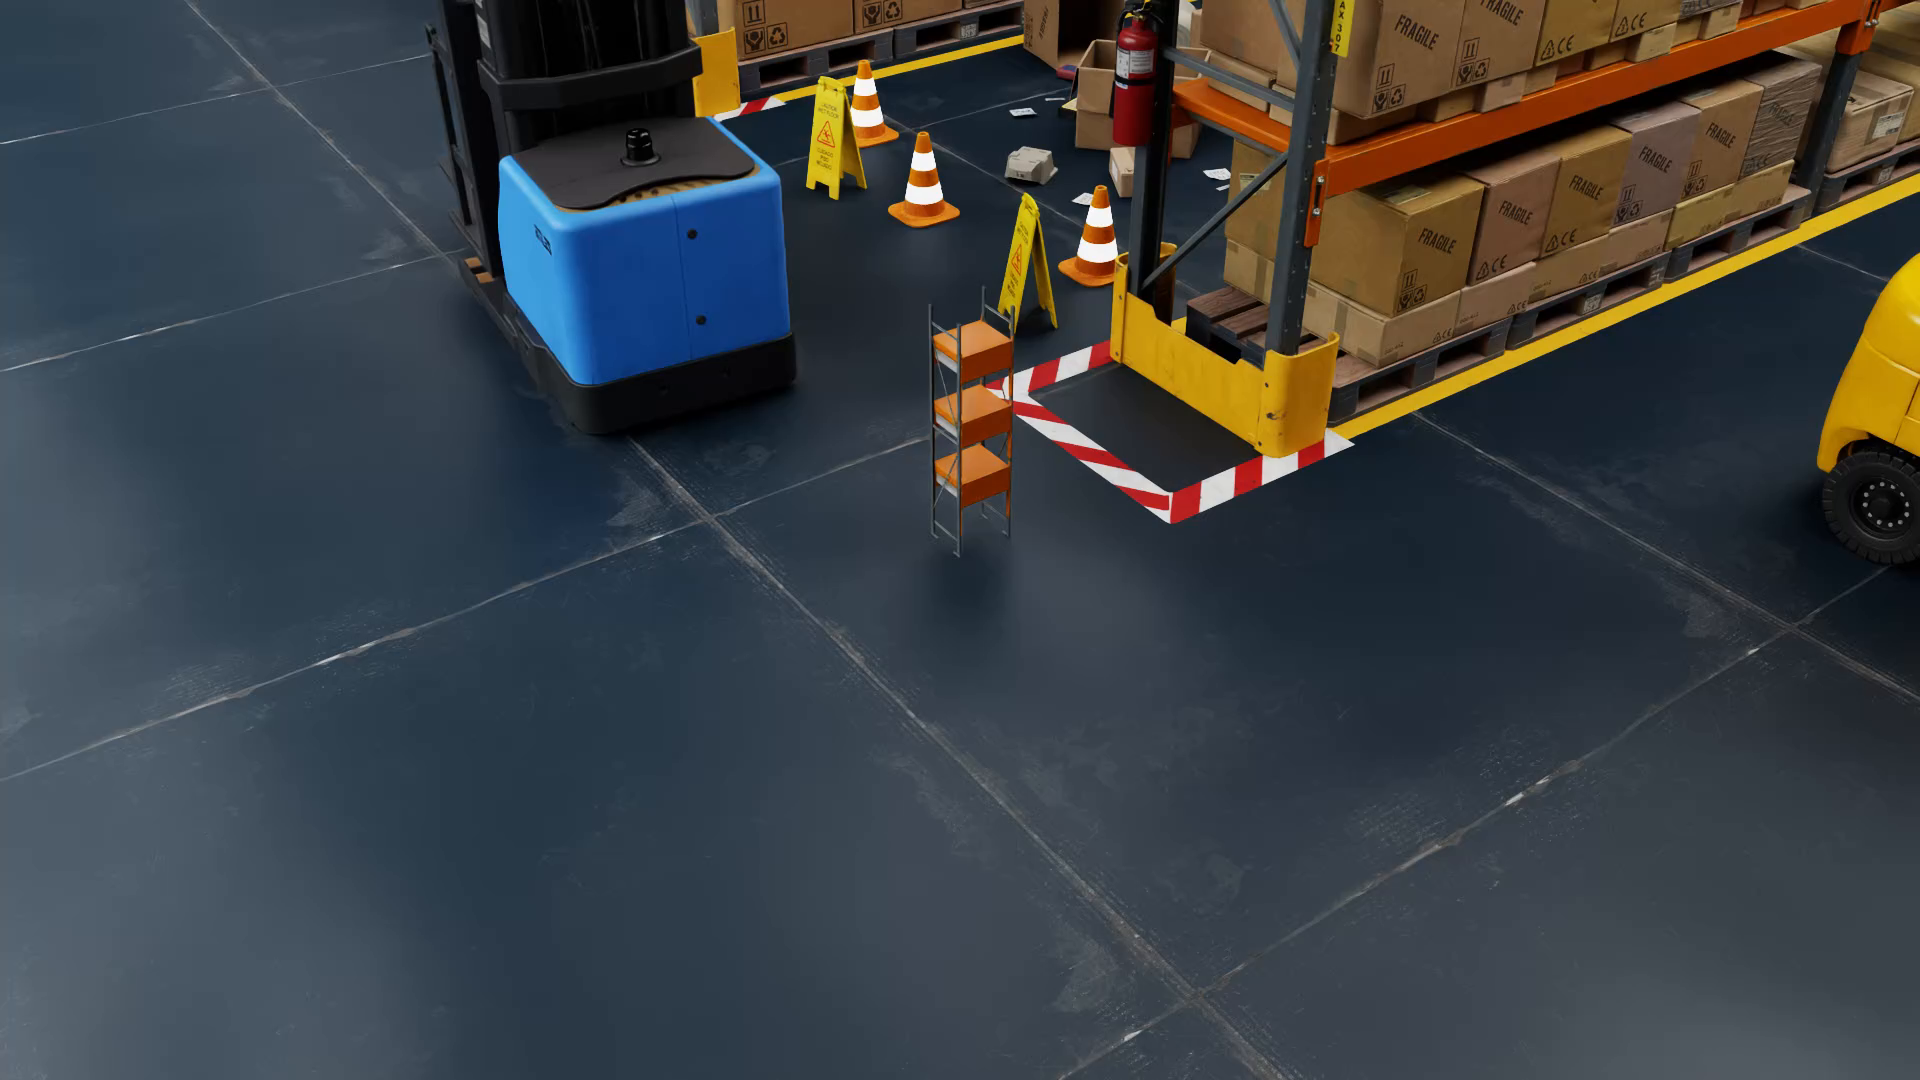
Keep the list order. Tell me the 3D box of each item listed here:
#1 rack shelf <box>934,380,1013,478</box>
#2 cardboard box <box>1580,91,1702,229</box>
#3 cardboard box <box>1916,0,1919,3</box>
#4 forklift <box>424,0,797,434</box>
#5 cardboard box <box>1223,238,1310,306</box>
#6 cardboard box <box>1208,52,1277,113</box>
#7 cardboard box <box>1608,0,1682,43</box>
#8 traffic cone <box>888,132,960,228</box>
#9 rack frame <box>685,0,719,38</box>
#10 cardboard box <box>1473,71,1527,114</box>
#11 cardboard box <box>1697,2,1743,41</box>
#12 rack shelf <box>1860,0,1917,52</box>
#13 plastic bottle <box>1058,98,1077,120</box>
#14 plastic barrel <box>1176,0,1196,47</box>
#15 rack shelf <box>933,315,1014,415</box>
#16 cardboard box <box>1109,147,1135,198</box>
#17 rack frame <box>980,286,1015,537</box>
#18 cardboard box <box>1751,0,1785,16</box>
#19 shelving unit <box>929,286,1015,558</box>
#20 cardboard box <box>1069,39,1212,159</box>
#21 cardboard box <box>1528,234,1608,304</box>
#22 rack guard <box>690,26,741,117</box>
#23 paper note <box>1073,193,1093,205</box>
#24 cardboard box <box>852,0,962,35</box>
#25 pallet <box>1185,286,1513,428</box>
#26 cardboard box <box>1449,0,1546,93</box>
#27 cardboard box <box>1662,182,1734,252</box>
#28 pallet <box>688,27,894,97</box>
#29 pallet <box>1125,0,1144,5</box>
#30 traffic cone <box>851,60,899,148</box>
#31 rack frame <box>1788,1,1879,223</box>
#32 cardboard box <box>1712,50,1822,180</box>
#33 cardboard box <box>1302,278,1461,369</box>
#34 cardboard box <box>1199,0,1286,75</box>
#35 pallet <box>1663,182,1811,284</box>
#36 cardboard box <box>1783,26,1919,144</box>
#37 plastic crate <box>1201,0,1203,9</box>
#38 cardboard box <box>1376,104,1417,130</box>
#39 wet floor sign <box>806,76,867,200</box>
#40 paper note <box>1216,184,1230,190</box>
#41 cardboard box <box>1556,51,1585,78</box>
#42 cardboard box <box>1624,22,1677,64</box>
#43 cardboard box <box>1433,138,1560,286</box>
[{"bbox_3d":[0.044,-0.436,6.475,0.240,0.259,0.215,-22,41,-28],"label":"rack shelf"},{"bbox_3d":[3.217,-1.904,8.181,0.500,0.500,0.500,-20,40,-26],"label":"cardboard box"},{"bbox_3d":[6.581,-3.228,10.560,0.625,0.372,0.950,-23,42,-29],"label":"cardboard box"},{"bbox_3d":[-1.911,-2.492,7.704,1.130,2.935,3.031,-18,39,-23],"label":"forklift"},{"bbox_3d":[1.633,-1.333,8.030,0.500,0.250,0.500,-23,41,-28],"label":"cardboard box"},{"bbox_3d":[1.290,-1.997,7.172,0.250,0.149,0.380,-21,41,-26],"label":"cardboard box"},{"bbox_3d":[2.903,-2.582,7.430,0.500,0.500,0.500,-23,42,-29],"label":"cardboard box"},{"bbox_3d":[-0.201,-2.016,9.157,0.334,0.463,0.336,-22,41,-28],"label":"traffic cone"},{"bbox_3d":[-1.826,-4.199,10.020,0.127,3.000,1.000,-22,41,-28],"label":"rack frame"},{"bbox_3d":[2.200,-1.990,7.163,0.250,0.149,0.380,-22,41,-27],"label":"cardboard box"},{"bbox_3d":[3.462,-2.517,7.896,0.250,0.149,0.380,-23,42,-29],"label":"cardboard box"},{"bbox_3d":[6.012,-3.597,9.798,4.000,0.370,1.077,-22,41,-28],"label":"rack shelf"},{"bbox_3d":[0.745,-2.735,10.500,0.133,0.061,0.283,22,41,28],"label":"plastic bottle"},{"bbox_3d":[1.400,-3.385,11.094,0.421,0.421,0.512,3,36,4],"label":"plastic barrel"},{"bbox_3d":[0.044,-0.666,6.309,0.240,0.259,0.215,-22,41,-28],"label":"rack shelf"},{"bbox_3d":[1.015,-2.118,9.568,0.250,0.149,0.380,-3,36,-4],"label":"cardboard box"},{"bbox_3d":[0.143,-0.485,6.526,0.008,1.050,0.200,-22,41,-28],"label":"rack frame"},{"bbox_3d":[3.832,-2.723,8.182,0.250,0.149,0.380,-22,41,-28],"label":"cardboard box"},{"bbox_3d":[0.044,-0.444,6.468,0.252,1.050,0.215,-22,41,-28],"label":"shelving unit"},{"bbox_3d":[1.085,-2.656,10.012,0.797,0.503,0.637,9,37,12],"label":"cardboard box"},{"bbox_3d":[2.787,-1.422,8.153,0.500,0.250,0.500,-20,40,-25],"label":"cardboard box"},{"bbox_3d":[-1.846,-3.176,10.738,0.348,0.500,1.175,-22,41,-28],"label":"rack guard"},{"bbox_3d":[0.734,-1.933,9.412,0.148,0.019,0.142,22,41,28],"label":"paper note"},{"bbox_3d":[-0.592,-4.064,11.291,0.875,0.875,0.875,-23,42,-29],"label":"cardboard box"},{"bbox_3d":[1.854,-1.021,7.988,1.213,0.211,1.003,-22,41,-28],"label":"pallet"},{"bbox_3d":[2.076,-2.235,6.948,0.500,0.500,0.500,-21,41,-27],"label":"cardboard box"},{"bbox_3d":[3.619,-1.759,8.622,0.500,0.250,0.500,-24,42,-29],"label":"cardboard box"},{"bbox_3d":[-1.218,-3.373,11.260,1.213,0.211,1.003,-22,41,-28],"label":"pallet"},{"bbox_3d":[0.777,-4.194,12.401,1.213,0.211,1.003,-22,41,-28],"label":"pallet"},{"bbox_3d":[-0.574,-2.670,10.066,0.334,0.463,0.336,-22,41,-28],"label":"traffic cone"},{"bbox_3d":[4.377,-3.216,8.653,0.127,3.000,1.000,-22,41,-28],"label":"rack frame"},{"bbox_3d":[4.048,-2.248,8.659,0.500,0.500,0.500,-23,42,-28],"label":"cardboard box"},{"bbox_3d":[1.926,-1.064,7.656,0.500,0.250,0.500,-23,42,-28],"label":"cardboard box"},{"bbox_3d":[1.393,-2.346,7.103,0.500,0.500,0.500,-23,42,-29],"label":"cardboard box"},{"bbox_3d":[3.849,-1.841,9.129,1.213,0.211,1.003,-22,41,-28],"label":"pallet"},{"bbox_3d":[5.390,-2.741,9.883,0.625,0.372,0.950,-20,40,-25],"label":"cardboard box"},{"bbox_3d":[2.056,-3.743,11.744,0.662,0.188,0.450,-3,26,-4],"label":"plastic crate"},{"bbox_3d":[1.703,-1.876,7.004,0.250,0.149,0.380,-22,41,-27],"label":"cardboard box"},{"bbox_3d":[-0.709,-2.289,9.379,0.267,0.644,0.232,30,45,35],"label":"wet floor sign"},{"bbox_3d":[1.530,-2.031,9.565,0.123,0.001,0.032,-22,41,-28],"label":"paper note"},{"bbox_3d":[2.574,-2.210,7.470,0.250,0.149,0.380,-21,41,-26],"label":"cardboard box"},{"bbox_3d":[3.046,-2.342,7.652,0.250,0.149,0.380,-22,41,-28],"label":"cardboard box"},{"bbox_3d":[2.370,-1.555,7.696,0.500,0.500,0.500,-24,42,-29],"label":"cardboard box"}]
